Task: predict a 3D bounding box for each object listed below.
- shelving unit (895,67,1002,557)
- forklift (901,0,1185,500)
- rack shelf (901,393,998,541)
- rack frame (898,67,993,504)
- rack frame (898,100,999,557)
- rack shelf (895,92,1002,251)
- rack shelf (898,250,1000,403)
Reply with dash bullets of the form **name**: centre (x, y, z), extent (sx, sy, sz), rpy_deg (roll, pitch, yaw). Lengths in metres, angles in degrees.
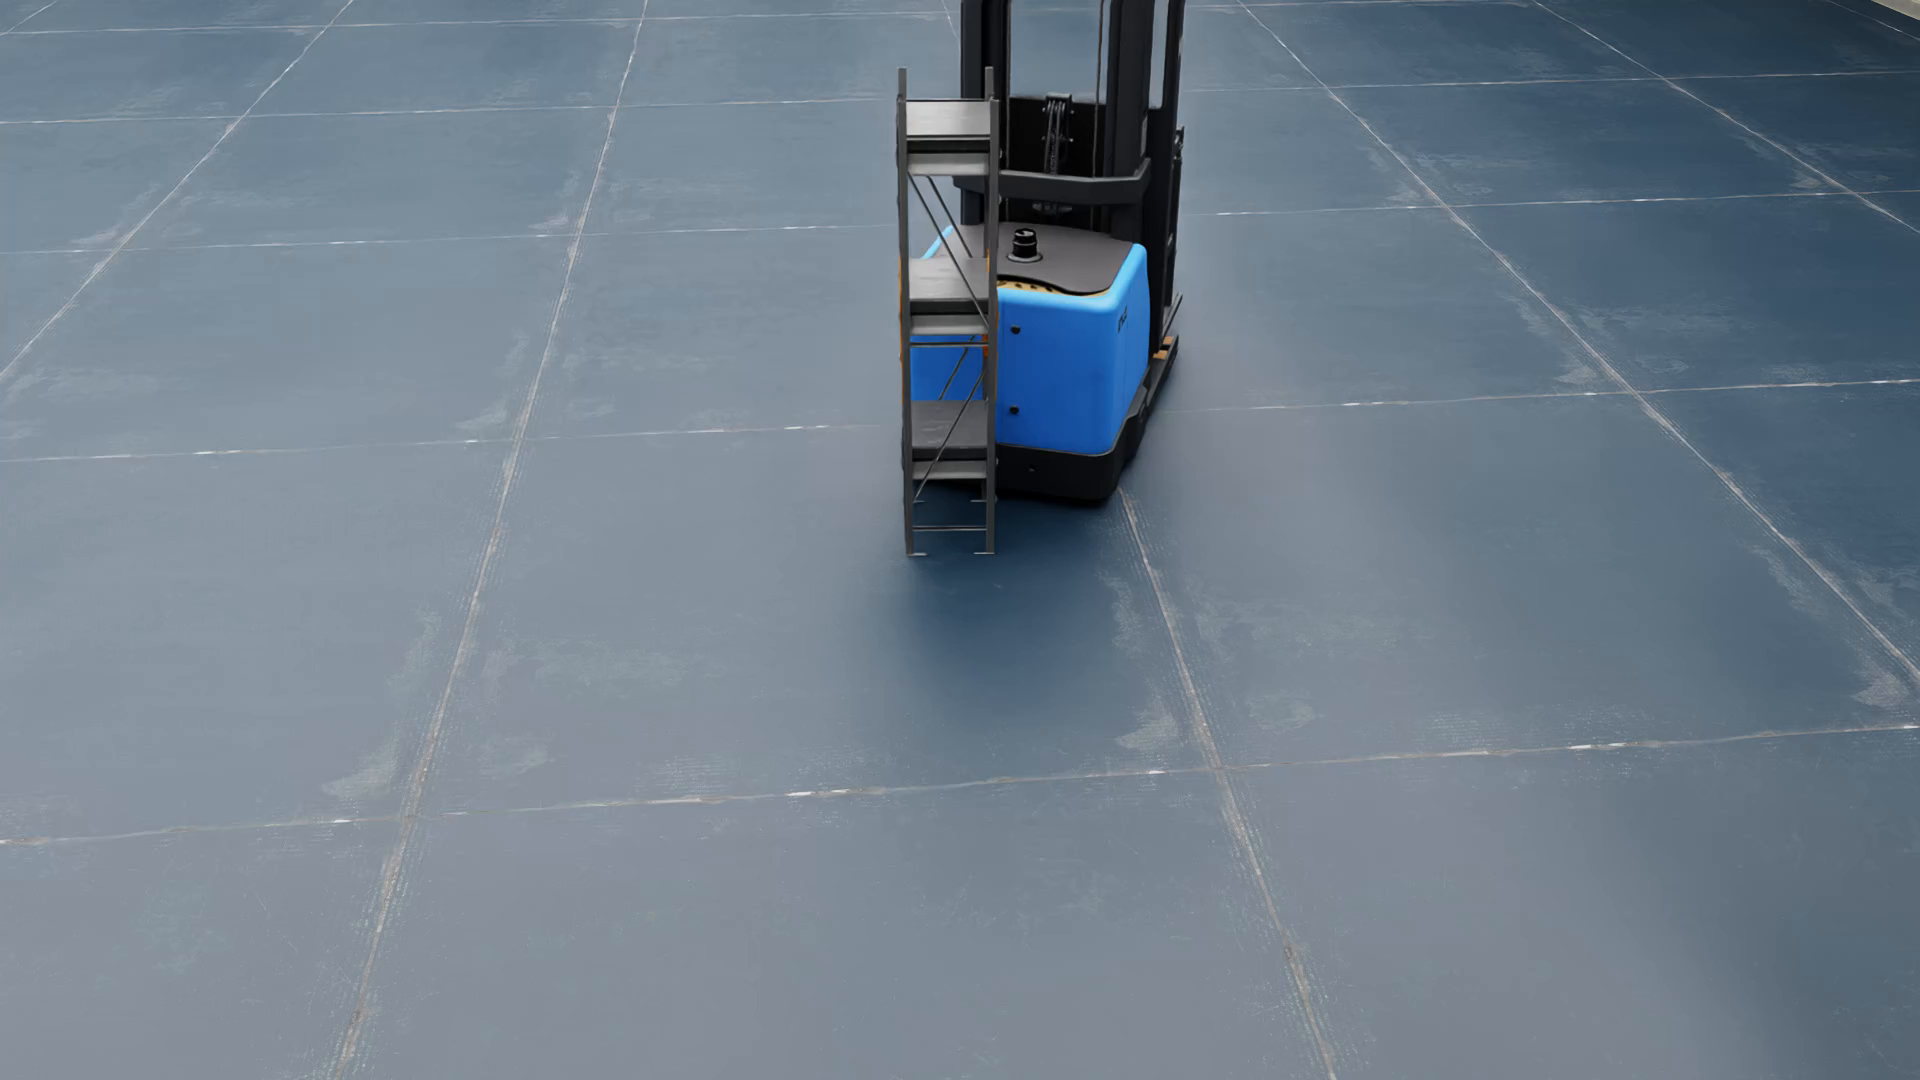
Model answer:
- **shelving unit**: centre (-0.053, -0.954, 7.300), extent (0.431, 2.100, 0.503), rpy_deg (-1, 31, -1)
- **forklift**: centre (0.608, -2.194, 8.565), extent (1.130, 2.935, 3.031), rpy_deg (8, 32, 14)
- **rack shelf**: centre (-0.053, -0.342, 7.666), extent (0.431, 0.518, 0.480), rpy_deg (-1, 31, -1)
- **rack frame**: centre (-0.060, -1.079, 7.509), extent (0.400, 2.100, 0.015), rpy_deg (-1, 31, -1)
- **rack frame**: centre (-0.046, -0.829, 7.091), extent (0.400, 2.100, 0.015), rpy_deg (-1, 31, -1)
- **rack shelf**: centre (-0.053, -1.544, 6.948), extent (0.431, 0.518, 0.480), rpy_deg (-1, 31, -1)
- **rack shelf**: centre (-0.053, -0.943, 7.307), extent (0.431, 0.518, 0.480), rpy_deg (-1, 31, -1)
